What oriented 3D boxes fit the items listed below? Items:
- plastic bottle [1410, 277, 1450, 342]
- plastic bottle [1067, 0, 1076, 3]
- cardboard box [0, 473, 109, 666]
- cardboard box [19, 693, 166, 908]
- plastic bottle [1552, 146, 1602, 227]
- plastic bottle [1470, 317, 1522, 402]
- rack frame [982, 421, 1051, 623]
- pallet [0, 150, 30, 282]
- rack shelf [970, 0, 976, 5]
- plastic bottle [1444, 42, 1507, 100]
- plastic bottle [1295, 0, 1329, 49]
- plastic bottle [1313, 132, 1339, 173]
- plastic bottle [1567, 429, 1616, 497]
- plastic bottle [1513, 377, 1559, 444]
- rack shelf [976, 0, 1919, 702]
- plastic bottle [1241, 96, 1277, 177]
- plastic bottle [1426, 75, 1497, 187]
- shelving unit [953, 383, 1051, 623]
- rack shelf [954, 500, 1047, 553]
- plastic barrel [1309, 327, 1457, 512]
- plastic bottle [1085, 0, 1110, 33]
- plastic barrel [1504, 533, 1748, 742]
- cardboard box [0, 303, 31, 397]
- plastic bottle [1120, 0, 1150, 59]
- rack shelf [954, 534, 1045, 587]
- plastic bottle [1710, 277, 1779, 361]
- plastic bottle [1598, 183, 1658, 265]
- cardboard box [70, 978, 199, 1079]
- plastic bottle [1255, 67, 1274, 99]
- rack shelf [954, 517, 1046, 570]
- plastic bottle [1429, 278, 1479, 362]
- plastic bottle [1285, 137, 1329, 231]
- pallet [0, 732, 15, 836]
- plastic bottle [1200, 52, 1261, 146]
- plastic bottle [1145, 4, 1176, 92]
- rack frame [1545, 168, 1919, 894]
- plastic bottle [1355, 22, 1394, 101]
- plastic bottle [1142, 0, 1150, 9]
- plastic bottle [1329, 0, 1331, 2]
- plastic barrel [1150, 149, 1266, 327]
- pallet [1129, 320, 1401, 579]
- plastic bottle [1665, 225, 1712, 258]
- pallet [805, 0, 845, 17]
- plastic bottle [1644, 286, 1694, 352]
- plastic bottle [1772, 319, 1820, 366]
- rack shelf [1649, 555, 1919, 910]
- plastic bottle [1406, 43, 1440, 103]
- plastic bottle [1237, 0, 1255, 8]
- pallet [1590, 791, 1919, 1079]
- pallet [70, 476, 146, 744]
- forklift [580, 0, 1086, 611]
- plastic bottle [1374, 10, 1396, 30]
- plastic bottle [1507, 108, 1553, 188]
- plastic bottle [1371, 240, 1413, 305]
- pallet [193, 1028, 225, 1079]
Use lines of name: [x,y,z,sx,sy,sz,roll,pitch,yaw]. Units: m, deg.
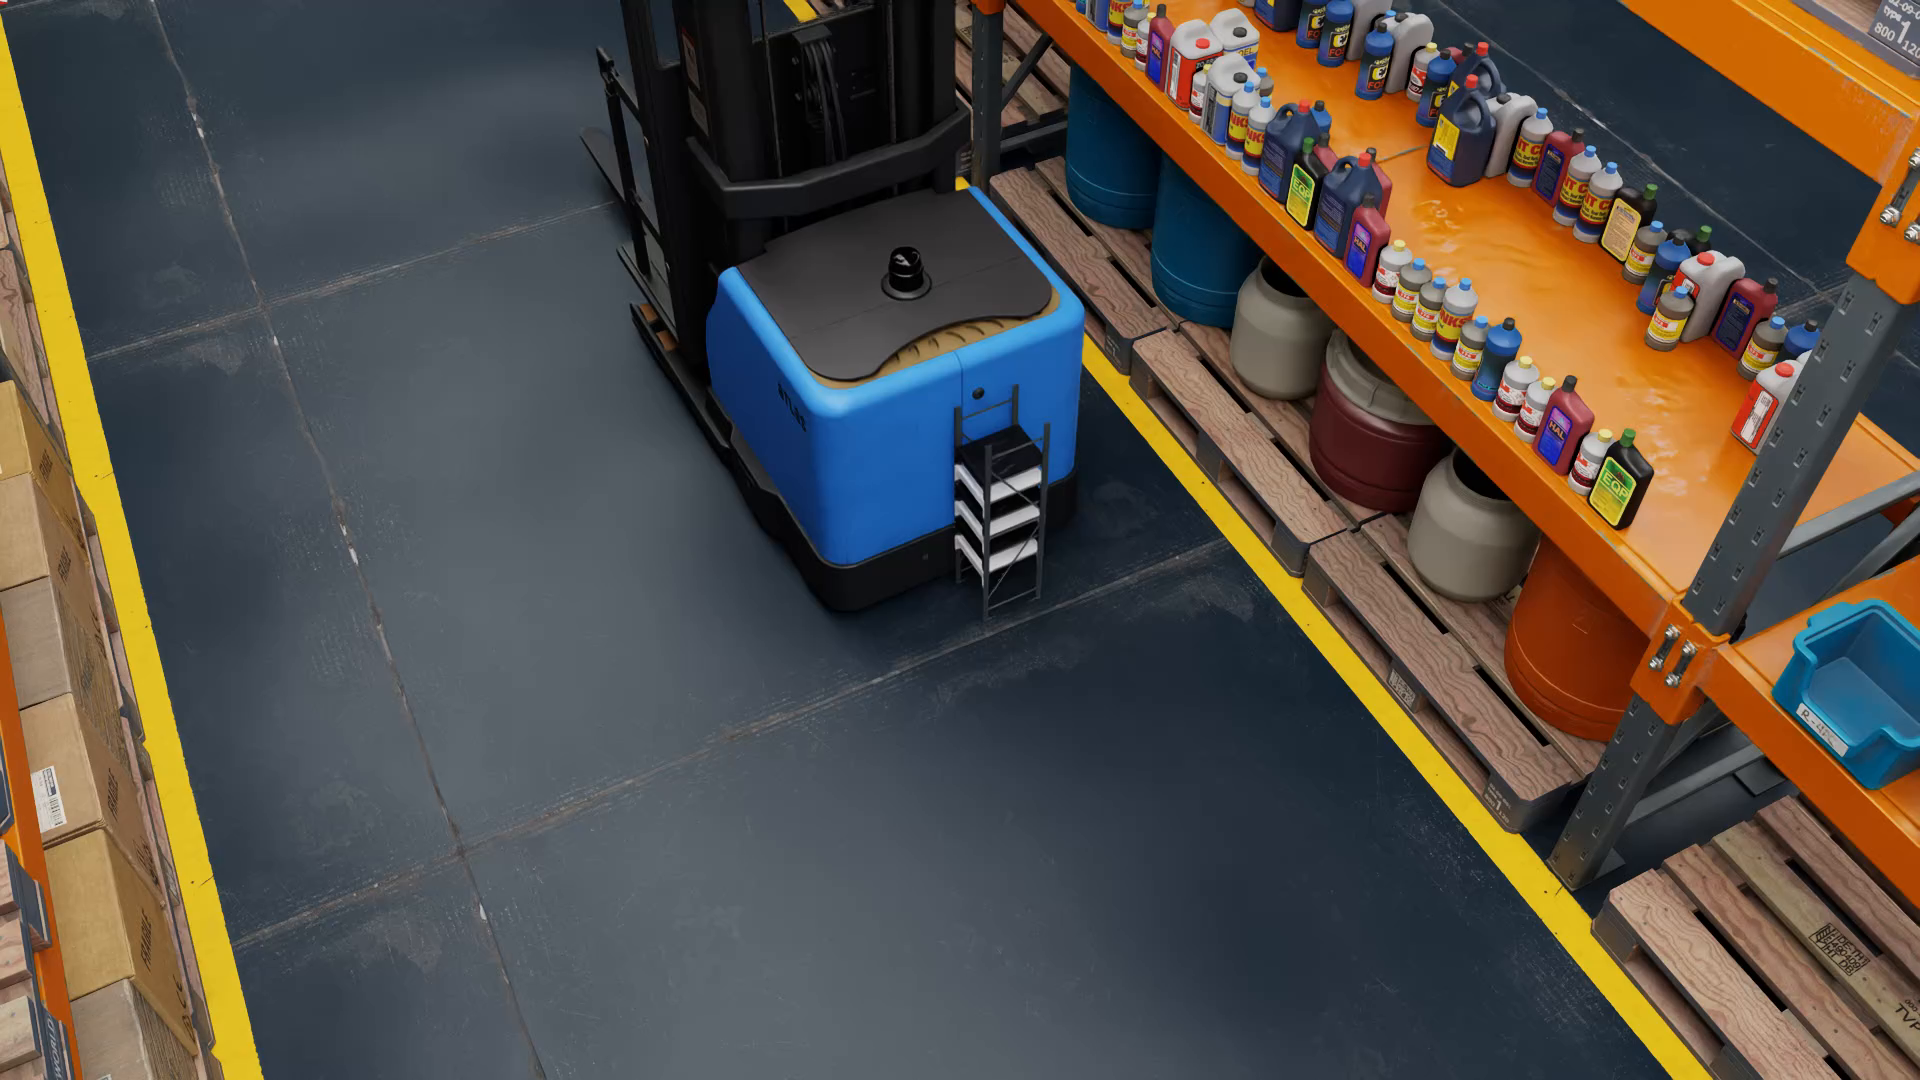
plastic bottle: [1.423,-0.703,5.004,0.097,0.201,0.097,0,49,0]
plastic bottle: [0.440,-2.140,6.261,0.097,0.201,0.097,0,49,0]
cardboard box: [-3.185,0.189,5.460,0.500,0.500,0.500,-21,52,-17]
cardboard box: [-2.721,0.864,4.870,0.500,0.500,0.500,-23,53,-19]
plastic bottle: [1.990,-1.145,5.344,0.097,0.271,0.097,0,49,0]
plastic bottle: [1.556,-0.531,4.807,0.097,0.271,0.097,0,49,0]
rack frame: [0.187,-0.044,5.691,0.240,0.900,0.006,-22,53,-18]
pallet: [-4.760,-1.414,7.347,1.003,0.211,1.213,-21,52,-18]
rack shelf: [-0.394,-3.860,8.111,1.077,0.370,4.000,-21,52,-18]
plastic bottle: [1.737,-1.502,5.604,0.144,0.351,0.185,-21,52,-18]
plastic bottle: [1.285,-1.926,6.027,0.097,0.271,0.097,0,49,0]
plastic bottle: [1.173,-1.165,5.354,0.061,0.283,0.133,-21,52,-18]
plastic bottle: [1.751,-0.223,4.584,0.097,0.201,0.097,0,49,0]
plastic bottle: [1.645,-0.377,4.719,0.097,0.201,0.097,0,49,0]
rack shelf: [1.437,-1.183,5.770,1.077,0.370,4.000,-21,52,-18]
plastic bottle: [0.998,-1.348,5.521,0.097,0.271,0.097,0,49,0]
plastic bottle: [1.664,-1.360,5.479,0.144,0.351,0.185,-21,52,-18]
shelving unit: [0.138,-0.111,5.749,0.258,0.900,0.210,-22,53,-18]
rack shelf: [0.138,-0.089,5.774,0.258,0.077,0.200,-22,53,-18]
plastic barrel: [1.596,-0.503,6.020,0.600,0.588,0.708,-21,52,-18]
plastic bottle: [0.562,-2.031,6.116,0.152,0.276,0.135,-21,52,-18]
plastic barrel: [2.113,0.174,5.268,0.600,0.830,0.708,-21,52,-18]
cardboard box: [-3.884,-0.670,6.337,0.500,0.311,0.500,-21,52,-18]
plastic bottle: [0.635,-1.855,6.011,0.097,0.201,0.097,0,49,0]
rack shelf: [0.138,0.029,5.910,0.258,0.077,0.200,-22,53,-18]
plastic bottle: [2.332,-0.679,4.929,0.061,0.283,0.133,-21,52,-18]
plastic bottle: [2.103,-1.013,5.221,0.061,0.283,0.133,-21,52,-18]
cardboard box: [-2.253,1.549,4.271,0.500,0.500,0.500,-23,53,-19]
plastic bottle: [1.027,-1.532,5.729,0.097,0.201,0.097,0,49,0]
rack shelf: [0.138,-0.030,5.842,0.258,0.077,0.200,-22,53,-18]
plastic bottle: [1.467,-0.661,4.921,0.097,0.271,0.097,0,49,0]
plastic bottle: [1.119,-1.144,5.336,0.061,0.283,0.133,-21,52,-18]
pallet: [-2.948,0.386,4.047,1.003,0.211,1.213,-21,52,-18]
plastic bottle: [0.925,-1.501,5.653,0.152,0.276,0.135,-21,52,-18]
plastic bottle: [0.716,-1.733,5.850,0.061,0.283,0.133,-21,52,-18]
rack frame: [2.352,-0.081,4.328,1.000,3.000,0.127,-21,52,-18]
plastic bottle: [1.453,-1.681,5.813,0.097,0.271,0.097,0,49,0]
plastic bottle: [0.665,-2.062,6.193,0.097,0.201,0.097,0,49,0]
plastic bottle: [1.387,-1.983,6.074,0.152,0.276,0.135,-21,52,-18]
plastic barrel: [1.079,-1.362,6.563,0.600,0.901,0.708,-21,52,-18]
pallet: [1.400,-0.492,6.540,1.003,0.211,1.213,-21,52,-18]
plastic bottle: [2.209,-0.859,5.086,0.061,0.283,0.133,-21,52,-18]
pallet: [-0.412,-3.137,8.853,1.003,0.211,1.213,-21,52,-18]
plastic bottle: [2.127,-0.671,4.976,0.097,0.201,0.097,0,49,0]
plastic bottle: [2.413,-0.527,4.803,0.097,0.271,0.097,0,49,0]
rack shelf: [3.267,1.494,3.428,1.077,0.370,4.000,-21,52,-18]
plastic bottle: [1.632,-1.645,5.828,0.097,0.201,0.097,0,49,0]
plastic bottle: [1.105,-2.190,6.205,0.144,0.351,0.185,-21,52,-18]
pallet: [2.672,1.369,4.913,1.003,0.211,1.213,-21,52,-18]
pallet: [-3.479,0.395,5.764,1.003,0.211,1.213,-21,52,-18]
forklift: [-0.715,-1.823,5.897,1.130,2.935,3.031,-22,53,-18]
plastic bottle: [1.526,-1.800,5.964,0.097,0.201,0.097,0,49,0]
plastic bottle: [1.884,-1.300,5.479,0.097,0.271,0.097,0,49,0]
plastic bottle: [1.334,-0.833,5.118,0.097,0.201,0.097,0,49,0]
pallet: [-2.362,2.028,4.336,1.003,0.211,1.213,-21,52,-18]
